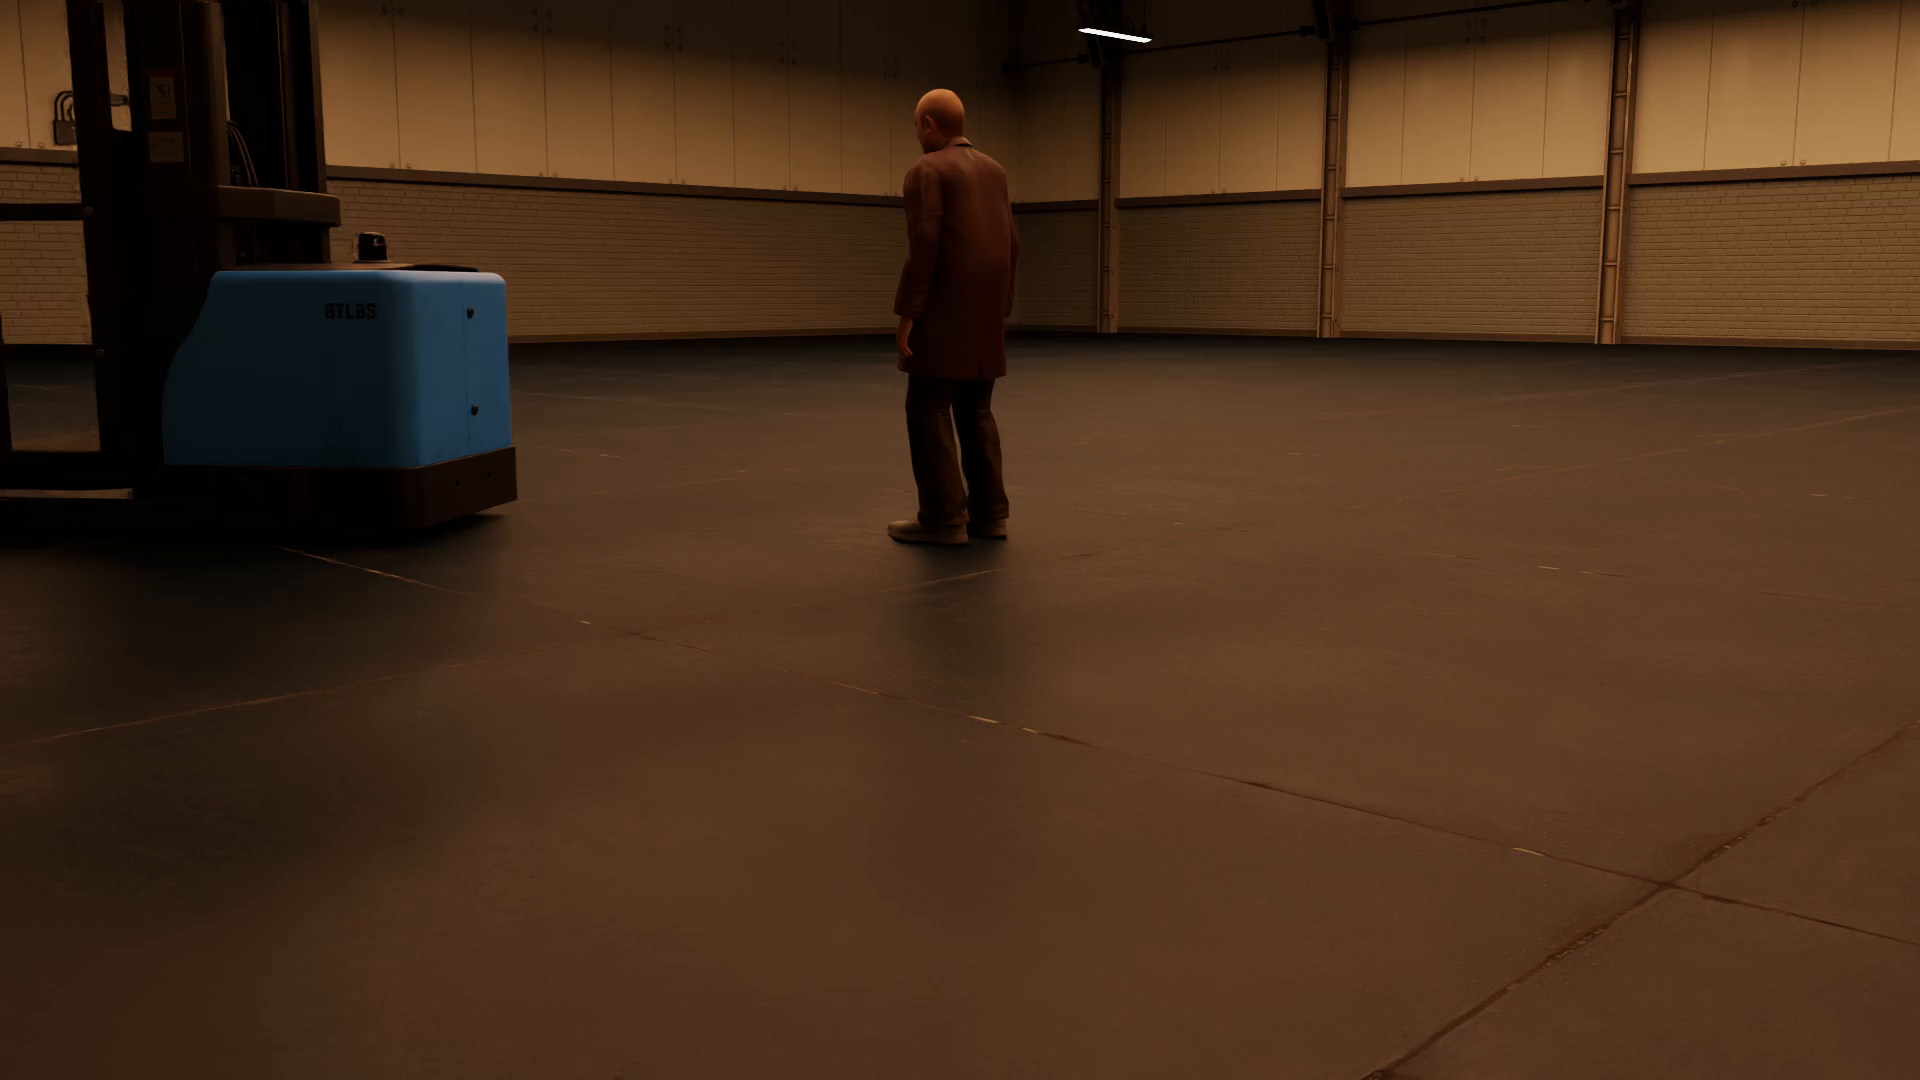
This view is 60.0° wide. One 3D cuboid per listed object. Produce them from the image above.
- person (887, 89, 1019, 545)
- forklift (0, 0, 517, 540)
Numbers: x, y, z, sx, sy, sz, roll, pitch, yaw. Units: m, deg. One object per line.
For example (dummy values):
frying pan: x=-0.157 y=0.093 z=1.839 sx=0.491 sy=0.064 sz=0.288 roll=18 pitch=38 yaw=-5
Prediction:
person: x=-0.029 y=-0.879 z=6.600 sx=0.431 sy=1.773 sz=0.644 roll=8 pitch=11 yaw=41
forklift: x=-3.540 y=-1.527 z=7.014 sx=3.031 sy=2.935 sz=1.130 roll=1 pitch=9 yaw=8
